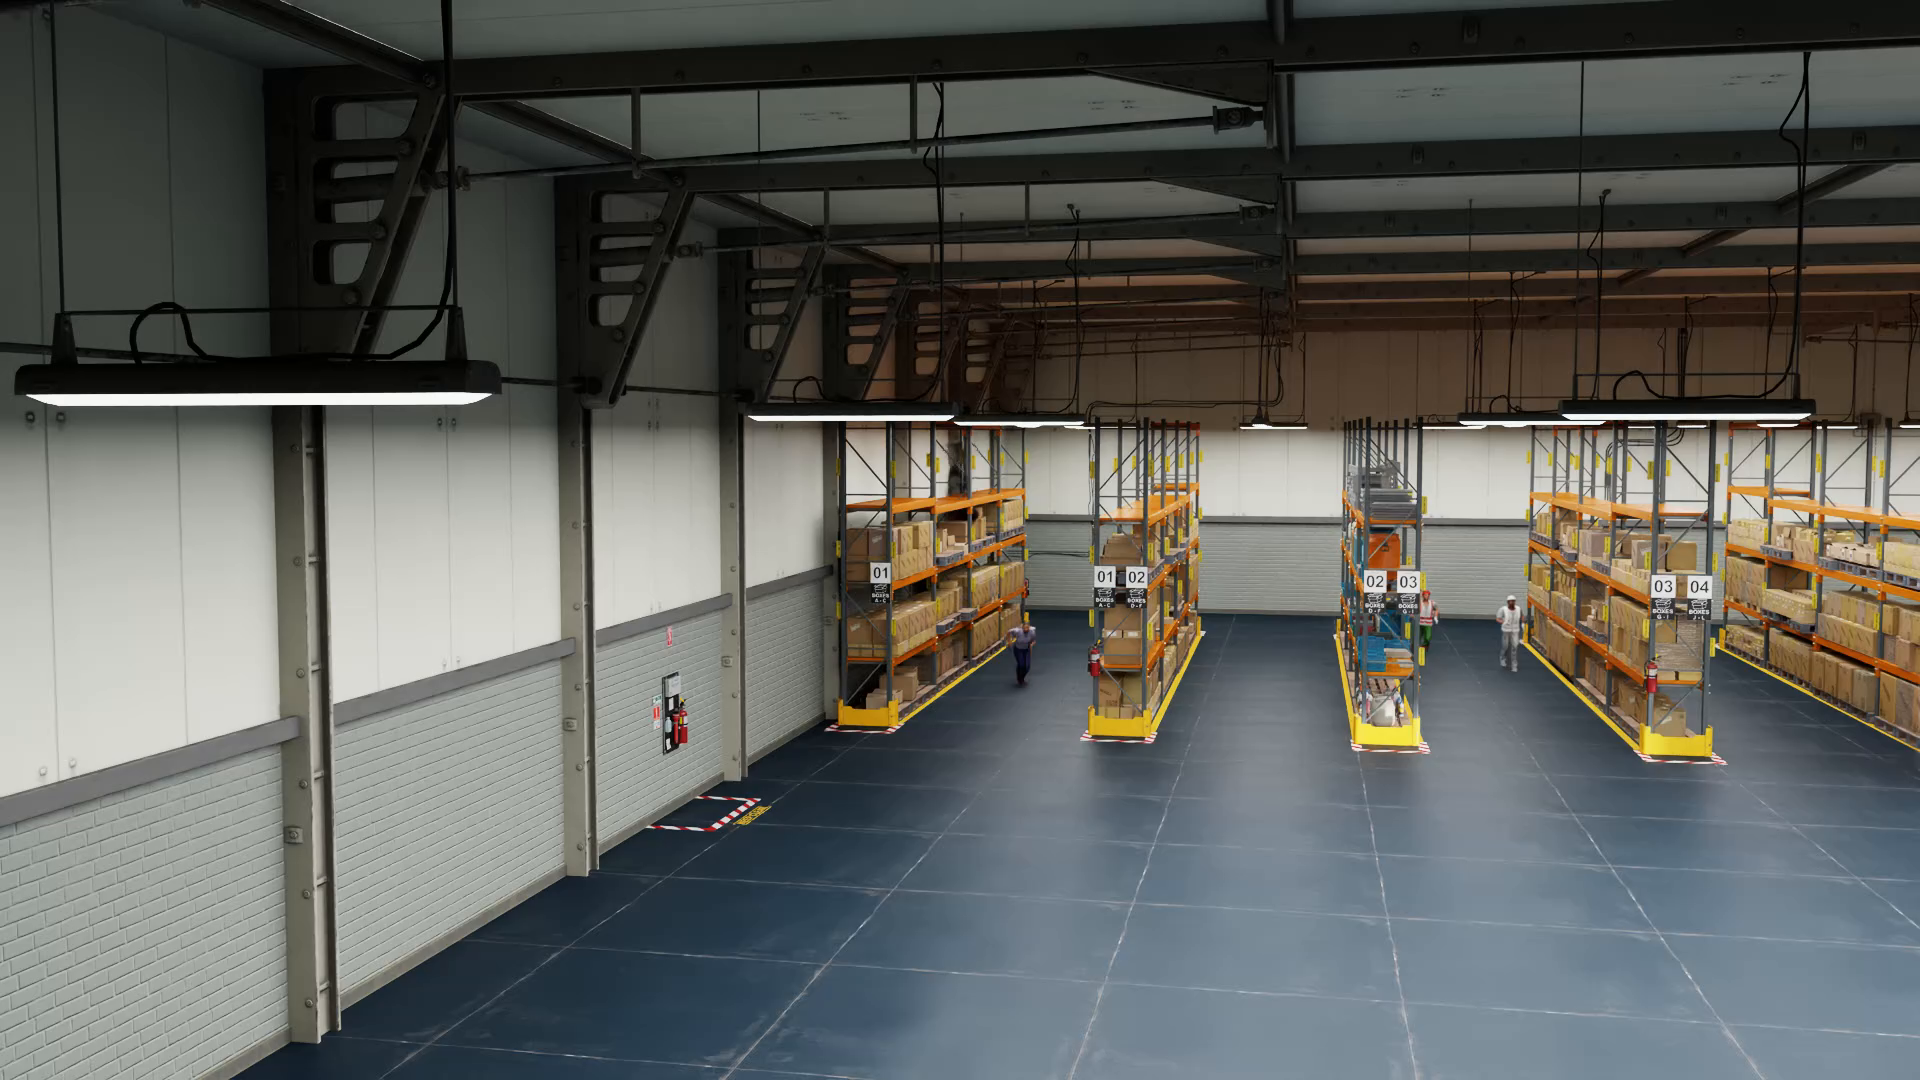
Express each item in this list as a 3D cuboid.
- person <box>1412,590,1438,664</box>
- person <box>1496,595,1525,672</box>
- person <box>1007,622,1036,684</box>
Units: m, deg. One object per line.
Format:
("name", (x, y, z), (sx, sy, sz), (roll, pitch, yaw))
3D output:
("person", (11.574, 2.132, 41.462), (0.698, 1.800, 0.945), (1, 4, 11))
("person", (13.244, 2.237, 40.021), (0.704, 1.832, 0.850), (0, 4, 5))
("person", (1.385, 2.563, 37.519), (0.637, 1.452, 0.863), (-1, 4, -13))
